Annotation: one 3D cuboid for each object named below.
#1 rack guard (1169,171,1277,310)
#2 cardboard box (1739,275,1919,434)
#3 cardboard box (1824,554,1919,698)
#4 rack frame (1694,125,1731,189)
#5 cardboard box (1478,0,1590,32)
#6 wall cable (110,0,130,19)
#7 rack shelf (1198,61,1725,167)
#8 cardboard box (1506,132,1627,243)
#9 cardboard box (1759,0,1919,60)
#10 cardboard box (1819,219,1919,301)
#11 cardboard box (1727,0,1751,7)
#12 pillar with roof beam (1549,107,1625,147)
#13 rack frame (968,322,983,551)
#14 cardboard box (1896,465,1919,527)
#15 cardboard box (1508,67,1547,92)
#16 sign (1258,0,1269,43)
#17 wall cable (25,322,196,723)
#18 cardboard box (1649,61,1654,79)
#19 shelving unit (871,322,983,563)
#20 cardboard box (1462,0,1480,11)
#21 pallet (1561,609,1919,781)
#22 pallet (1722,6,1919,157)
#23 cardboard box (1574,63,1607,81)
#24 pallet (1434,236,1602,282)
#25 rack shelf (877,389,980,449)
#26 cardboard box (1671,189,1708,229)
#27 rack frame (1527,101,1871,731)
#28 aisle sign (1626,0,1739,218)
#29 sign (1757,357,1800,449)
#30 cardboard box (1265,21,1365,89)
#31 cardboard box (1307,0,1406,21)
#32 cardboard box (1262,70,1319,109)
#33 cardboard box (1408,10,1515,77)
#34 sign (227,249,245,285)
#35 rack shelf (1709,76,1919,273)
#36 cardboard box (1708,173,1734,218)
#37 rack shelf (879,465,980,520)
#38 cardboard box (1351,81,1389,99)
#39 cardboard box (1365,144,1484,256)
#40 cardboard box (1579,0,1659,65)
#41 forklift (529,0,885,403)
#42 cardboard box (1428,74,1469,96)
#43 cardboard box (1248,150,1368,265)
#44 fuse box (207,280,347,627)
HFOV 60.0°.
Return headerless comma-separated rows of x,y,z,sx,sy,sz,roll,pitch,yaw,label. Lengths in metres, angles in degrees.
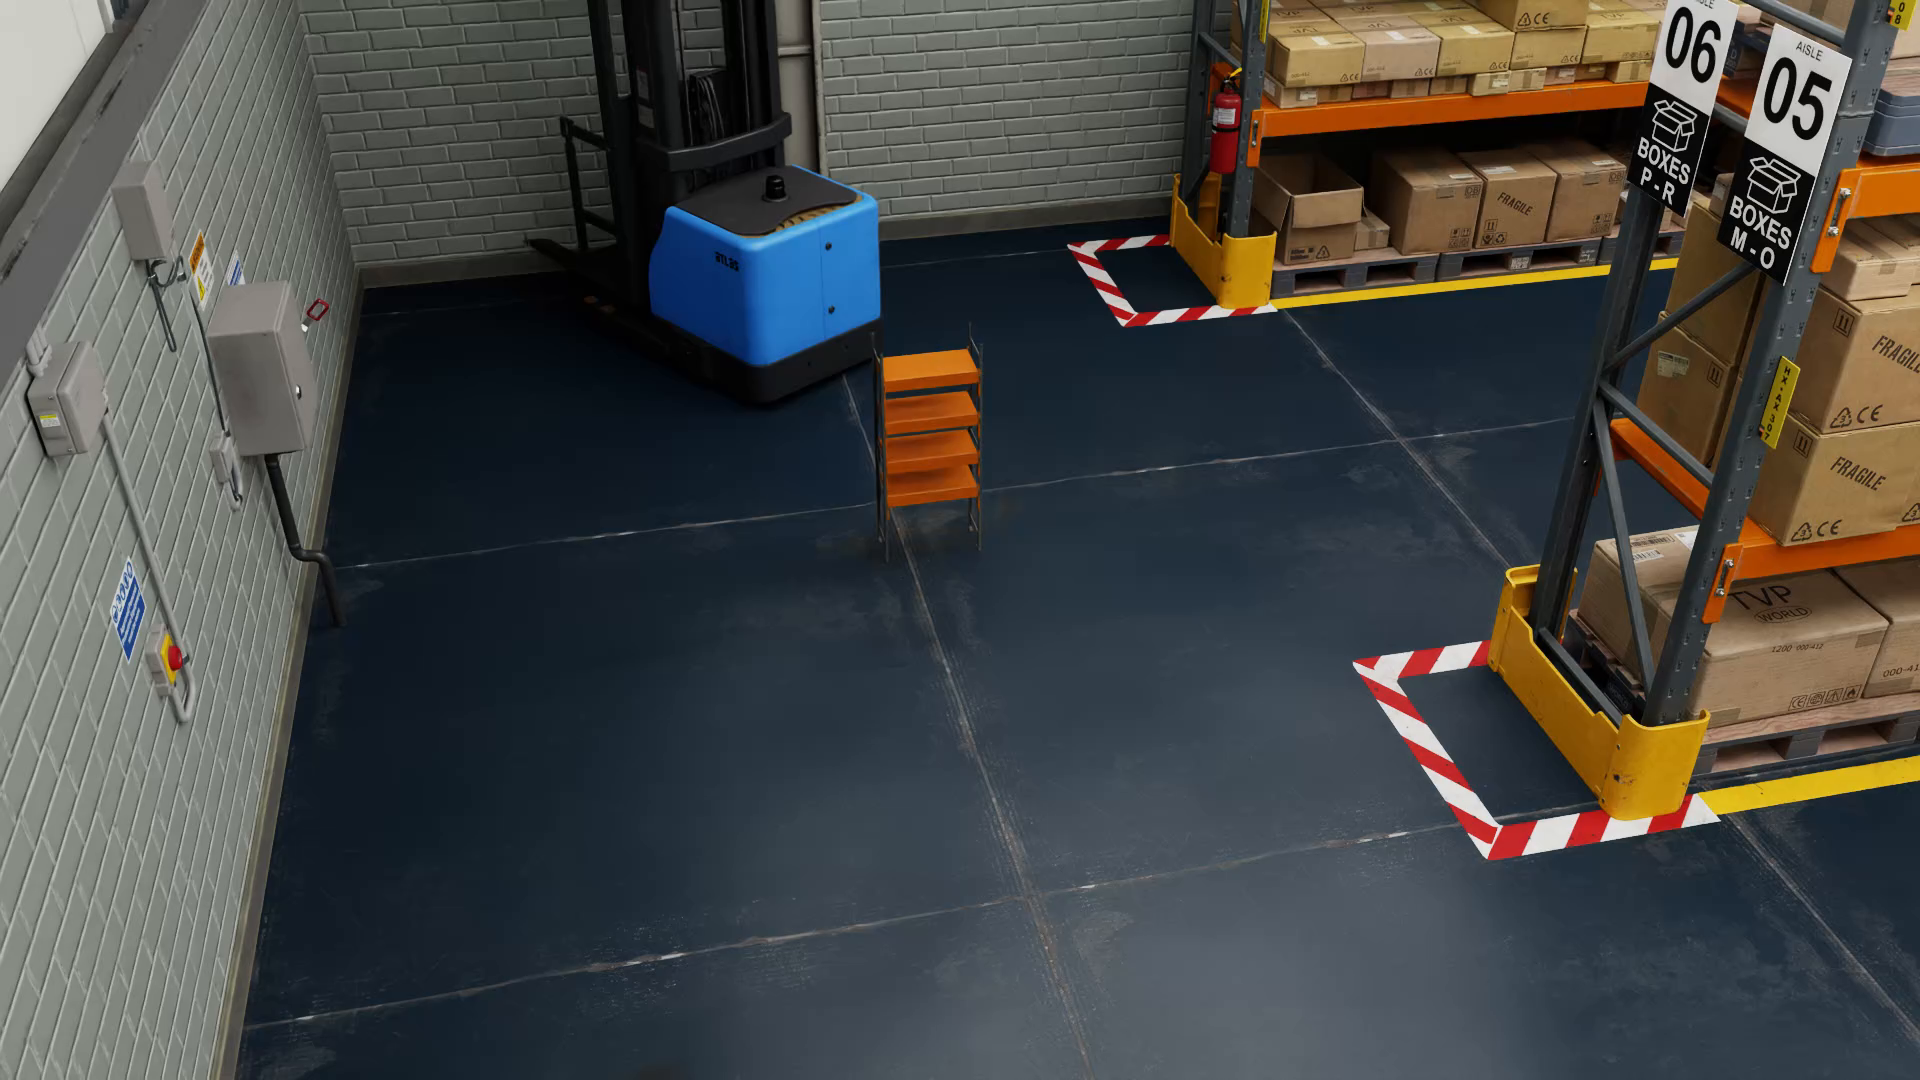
1.782,-2.068,11.382,0.348,0.500,1.175,-7,35,-11,rack guard
3.337,-0.760,6.203,0.500,0.500,0.500,-8,35,-12,cardboard box
4.319,0.238,7.626,0.875,0.438,0.875,-6,34,-9,cardboard box
5.609,-3.588,11.405,0.127,3.000,1.000,-7,35,-11,rack frame
3.672,-3.563,10.562,0.500,0.500,0.500,-6,34,-9,cardboard box
-3.421,-3.981,6.573,0.133,3.039,2.988,-7,35,-11,wall cable
3.658,-3.043,11.239,4.000,0.370,1.077,-7,35,-11,rack shelf
4.180,-2.468,11.602,0.500,0.500,0.700,-8,35,-12,cardboard box
3.225,-1.902,5.869,0.500,0.250,0.500,-10,35,-15,cardboard box
3.213,-1.018,6.006,0.250,0.149,0.380,-6,34,-10,cardboard box
5.166,-3.454,11.073,0.500,0.250,0.500,-6,34,-9,cardboard box
5.681,-4.144,6.849,0.400,9.000,9.100,-7,35,-11,pillar with roof beam
0.077,-0.508,8.430,0.015,1.200,0.240,-7,35,-11,rack frame
3.825,-0.421,6.595,0.500,0.500,0.500,-8,35,-11,cardboard box
3.608,-3.058,10.841,0.250,0.149,0.380,-6,34,-9,cardboard box
1.827,-3.161,9.991,0.005,0.325,0.100,-7,35,-11,sign
-2.688,-0.128,5.309,0.123,1.953,0.585,-7,35,-11,wall cable
4.595,-3.201,11.053,0.250,0.149,0.380,-6,34,-9,cardboard box
-0.161,-0.478,8.385,0.503,1.200,0.258,-7,35,-11,shelving unit
3.595,-3.543,11.206,0.500,0.250,0.500,-7,35,-11,cardboard box
3.569,0.618,7.640,1.213,0.211,1.003,-7,35,-11,pallet
3.527,-1.705,5.986,1.213,0.211,1.003,-7,35,-11,pallet
4.075,-3.183,11.027,0.250,0.149,0.380,-7,34,-10,cardboard box
3.747,-2.194,11.830,1.213,0.211,1.003,-7,35,-11,pallet
-0.161,-0.608,8.298,0.480,0.148,0.258,-7,35,-11,rack shelf
5.130,-2.350,11.742,0.250,0.149,0.380,-8,35,-12,cardboard box
2.806,-0.399,6.653,0.127,3.000,1.000,-7,35,-11,rack frame
2.668,-1.638,6.166,0.004,0.787,0.394,-7,35,-11,aisle sign
2.923,-0.489,5.939,0.005,0.325,0.100,-7,35,-11,sign
2.209,-3.067,10.496,0.500,0.250,0.500,-7,34,-10,cardboard box
2.601,-3.421,11.024,0.500,0.250,0.500,-7,35,-10,cardboard box
2.089,-2.883,10.580,0.250,0.149,0.380,-7,35,-11,cardboard box
3.195,-3.193,10.684,0.500,0.250,0.500,-8,35,-11,cardboard box
-3.321,-1.056,7.717,0.001,0.494,0.329,-7,35,-11,sign
4.757,-1.592,6.384,4.000,0.370,1.077,-7,35,-11,rack shelf
3.112,-1.278,6.393,0.250,0.149,0.380,-7,34,-10,cardboard box
-0.161,-0.257,8.533,0.480,0.148,0.258,-7,35,-11,rack shelf
2.575,-2.991,10.740,0.250,0.149,0.380,-8,35,-11,cardboard box
3.167,-2.340,11.412,0.500,0.500,0.700,-6,34,-9,cardboard box
4.191,-3.330,10.888,0.500,0.250,0.500,-7,35,-11,cardboard box
-1.864,-2.749,10.216,1.130,2.935,3.031,-29,43,-36,forklift
3.093,-3.024,10.790,0.250,0.149,0.380,-7,34,-10,cardboard box
2.325,-2.258,11.286,0.637,0.503,0.797,-9,35,-12,cardboard box
-3.010,-0.318,7.688,0.414,1.711,0.539,-7,35,-11,fuse box
